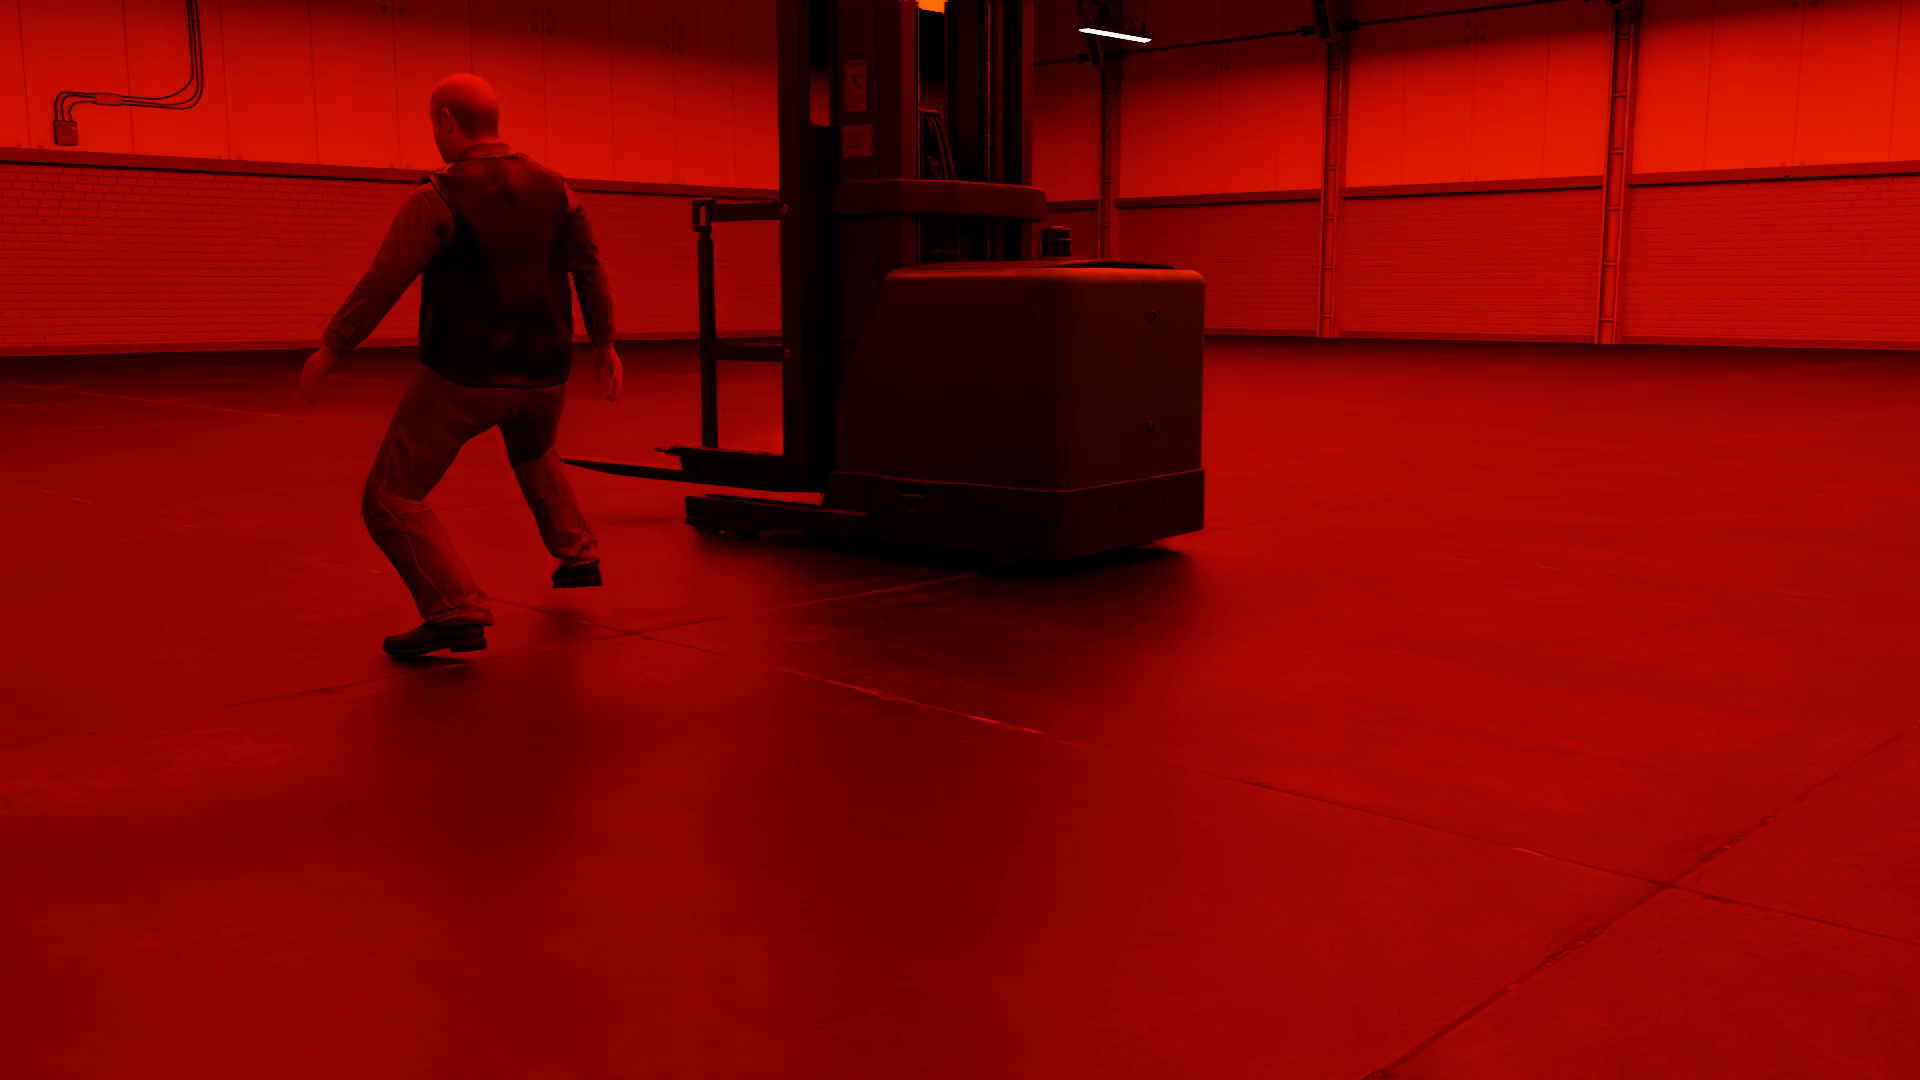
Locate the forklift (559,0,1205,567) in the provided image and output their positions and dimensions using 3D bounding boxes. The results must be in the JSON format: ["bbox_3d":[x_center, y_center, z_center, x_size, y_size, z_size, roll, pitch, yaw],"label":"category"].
[{"bbox_3d":[-0.510,-1.507,6.881,3.031,2.935,1.130,7,11,38],"label":"forklift"}]

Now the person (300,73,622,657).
[{"bbox_3d":[-1.379,-0.516,4.776,0.925,1.581,0.630,-8,12,-43],"label":"person"}]
